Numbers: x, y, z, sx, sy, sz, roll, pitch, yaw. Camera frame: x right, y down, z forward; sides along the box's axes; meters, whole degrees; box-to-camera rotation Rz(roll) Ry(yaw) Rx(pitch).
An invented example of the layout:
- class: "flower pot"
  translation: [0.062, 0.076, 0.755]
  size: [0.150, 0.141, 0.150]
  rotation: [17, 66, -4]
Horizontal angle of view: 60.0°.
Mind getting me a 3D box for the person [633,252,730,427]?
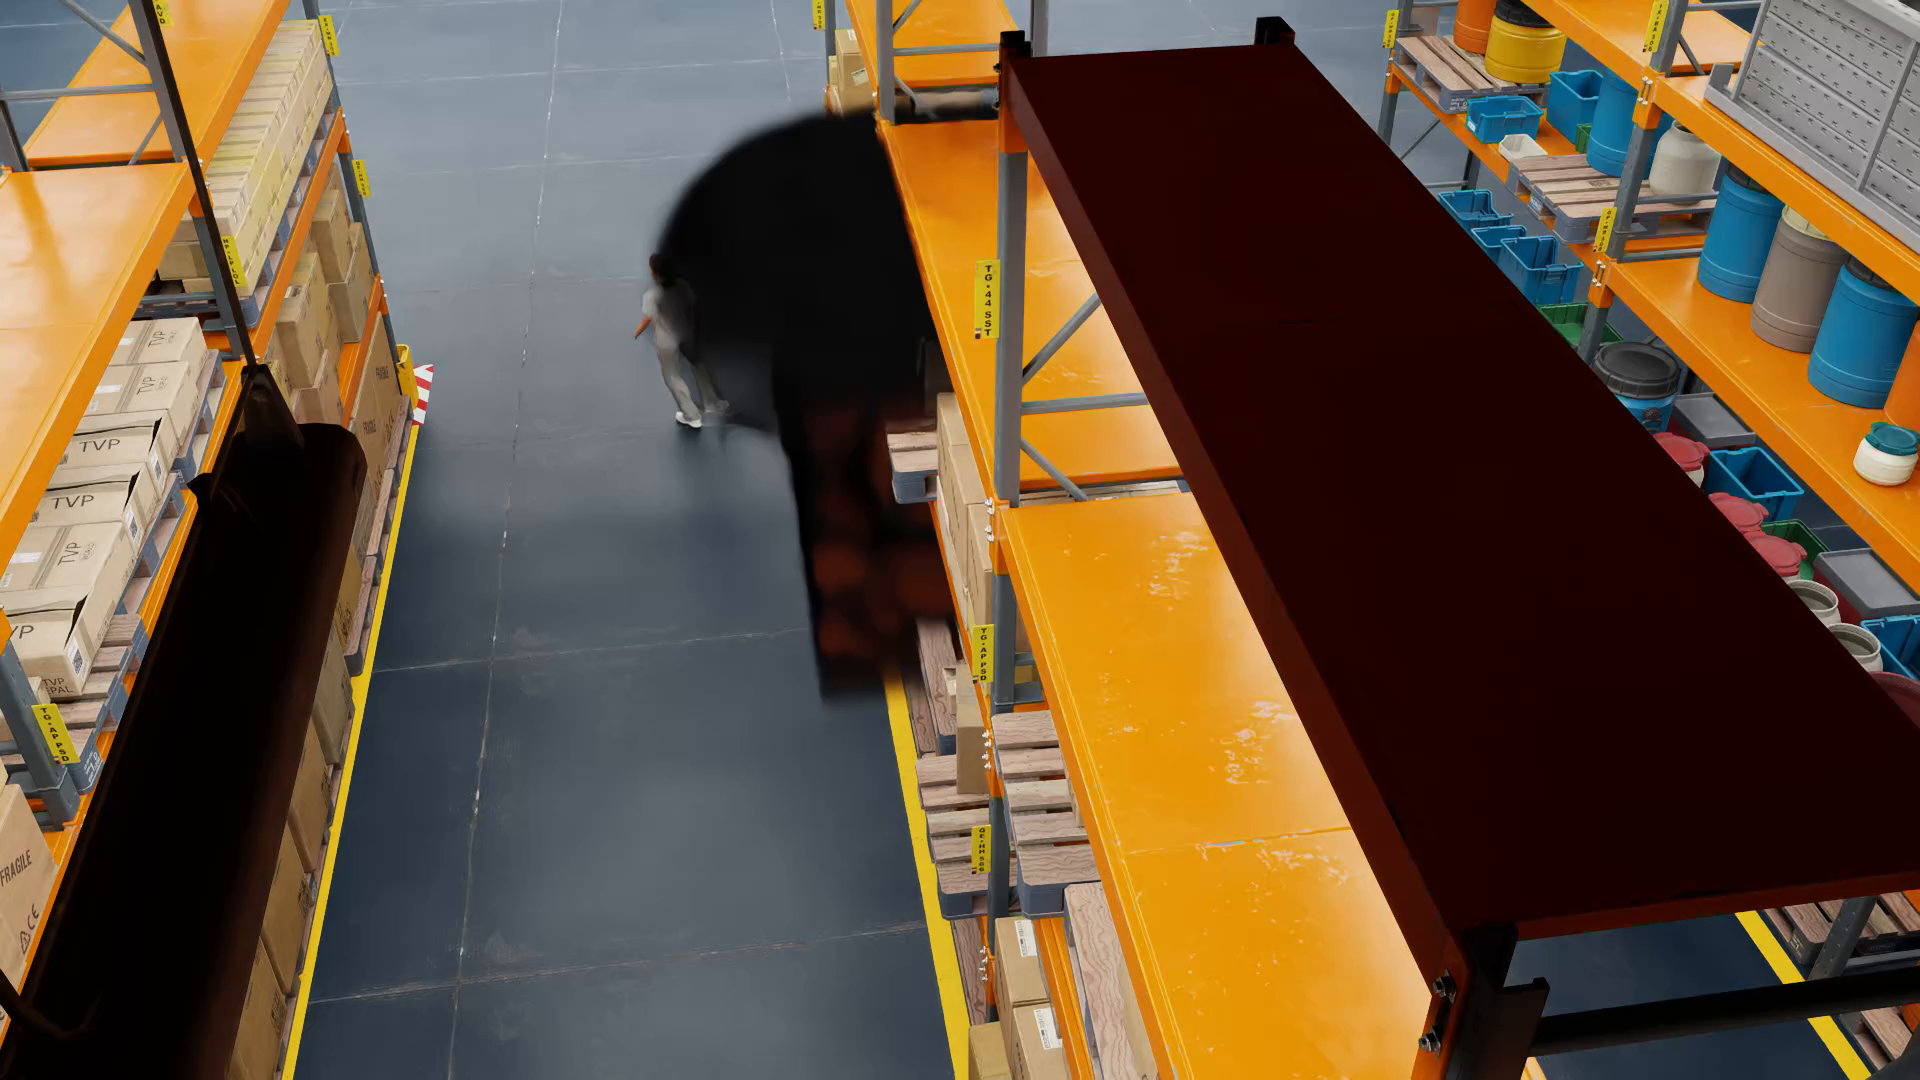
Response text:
- class: "person"
  translation: [-2.449, -1.784, 14.500]
  size: [0.696, 1.640, 0.541]
  rotation: [-24, 43, -29]
